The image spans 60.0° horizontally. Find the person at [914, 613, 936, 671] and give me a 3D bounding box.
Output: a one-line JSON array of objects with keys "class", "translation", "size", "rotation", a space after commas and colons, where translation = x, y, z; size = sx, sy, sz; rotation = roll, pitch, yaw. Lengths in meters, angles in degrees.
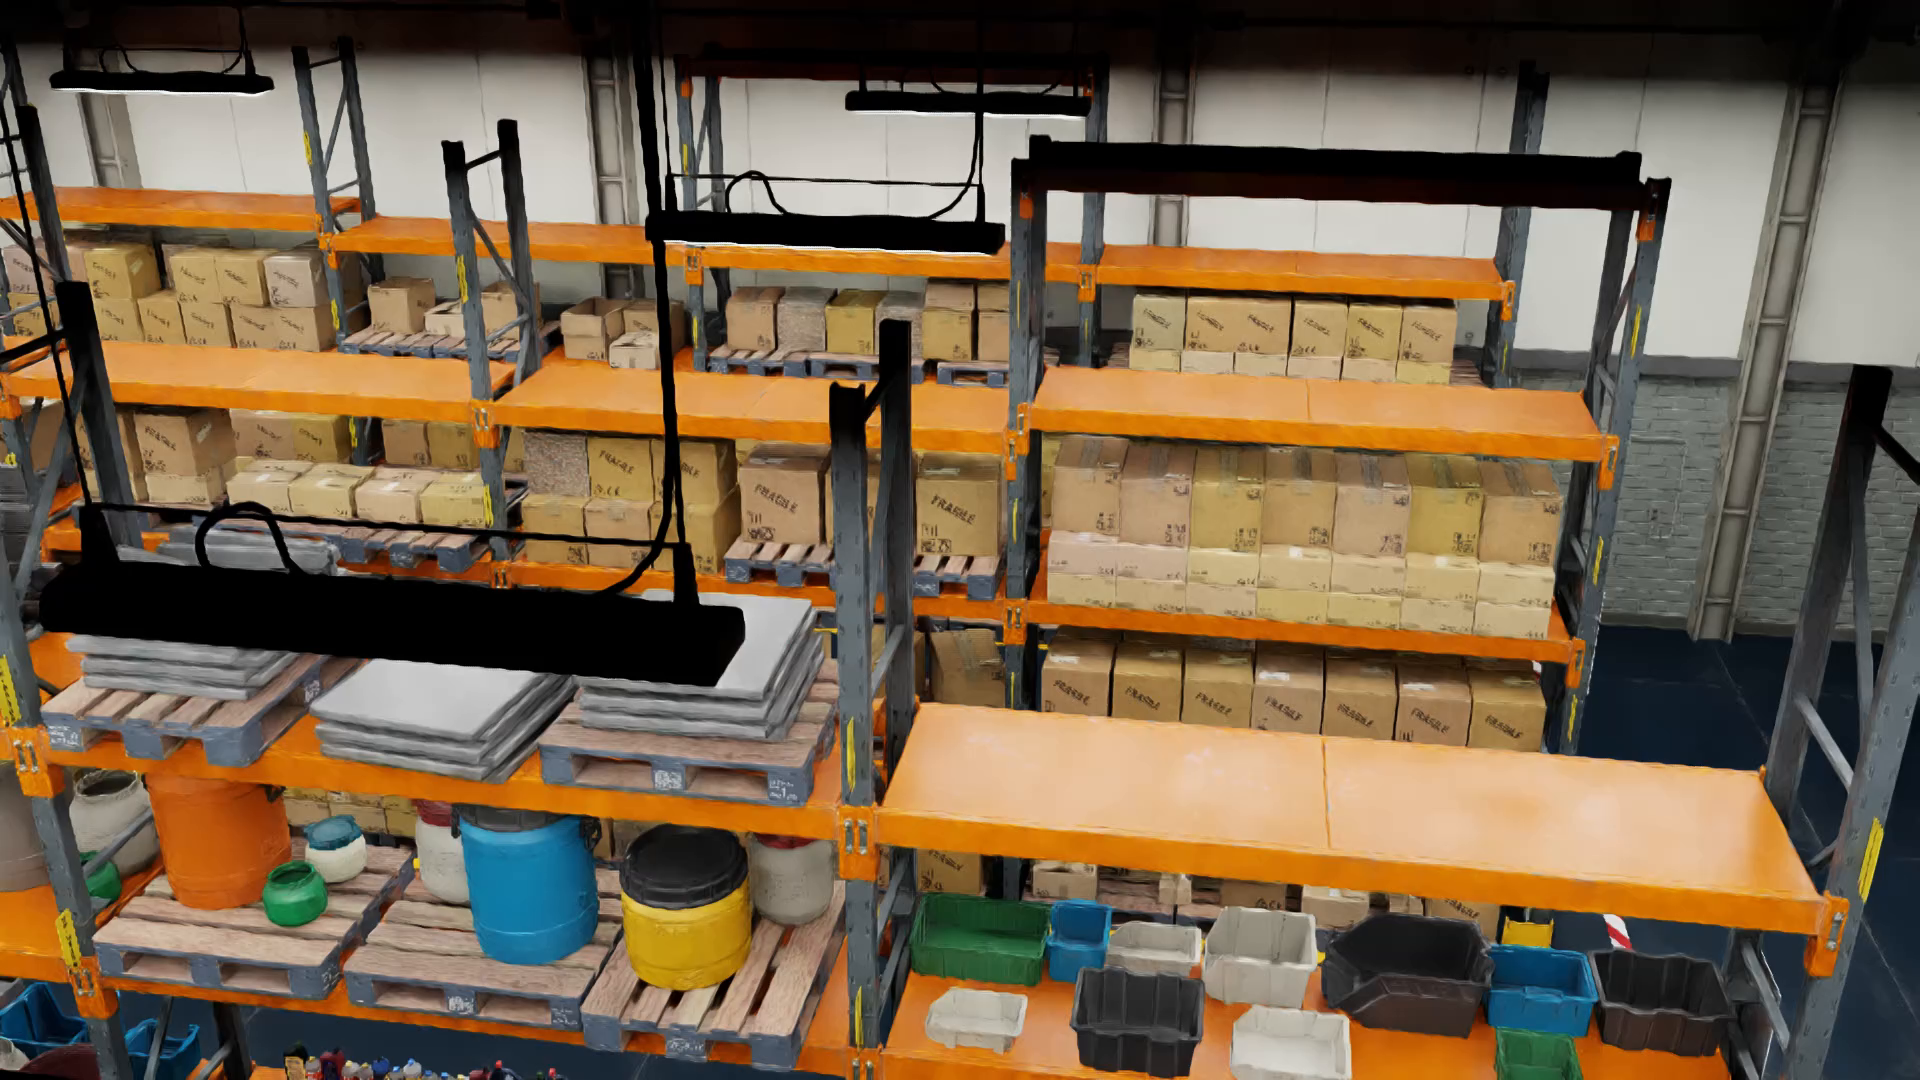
[{"class": "person", "translation": [-0.579, 0.622, 16.737], "size": [1.105, 1.643, 0.545], "rotation": [3, 23, 7]}]
